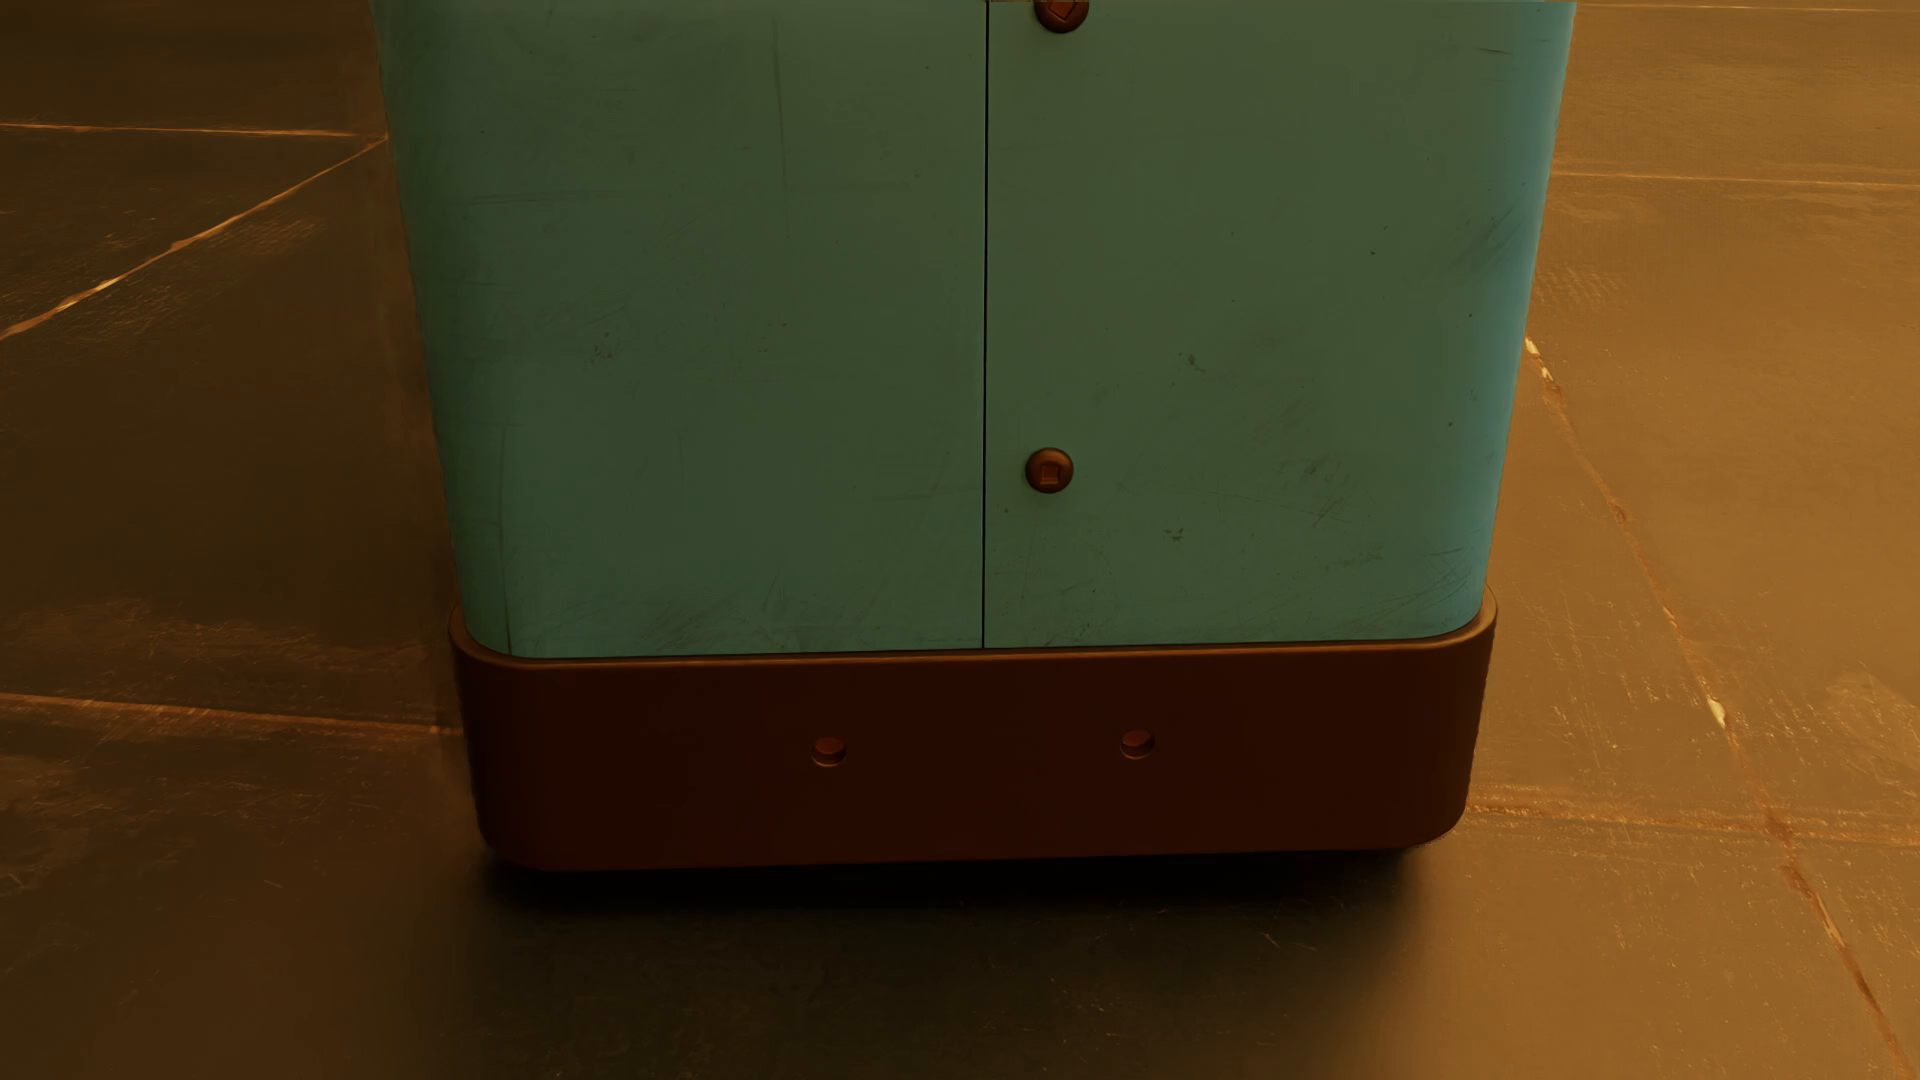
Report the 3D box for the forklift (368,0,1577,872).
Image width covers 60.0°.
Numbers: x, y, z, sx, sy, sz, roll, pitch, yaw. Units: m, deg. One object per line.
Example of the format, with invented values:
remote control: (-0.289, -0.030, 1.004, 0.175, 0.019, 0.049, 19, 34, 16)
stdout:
forklift: (-0.046, -1.597, 2.418, 1.130, 2.935, 3.031, -1, 27, -2)
